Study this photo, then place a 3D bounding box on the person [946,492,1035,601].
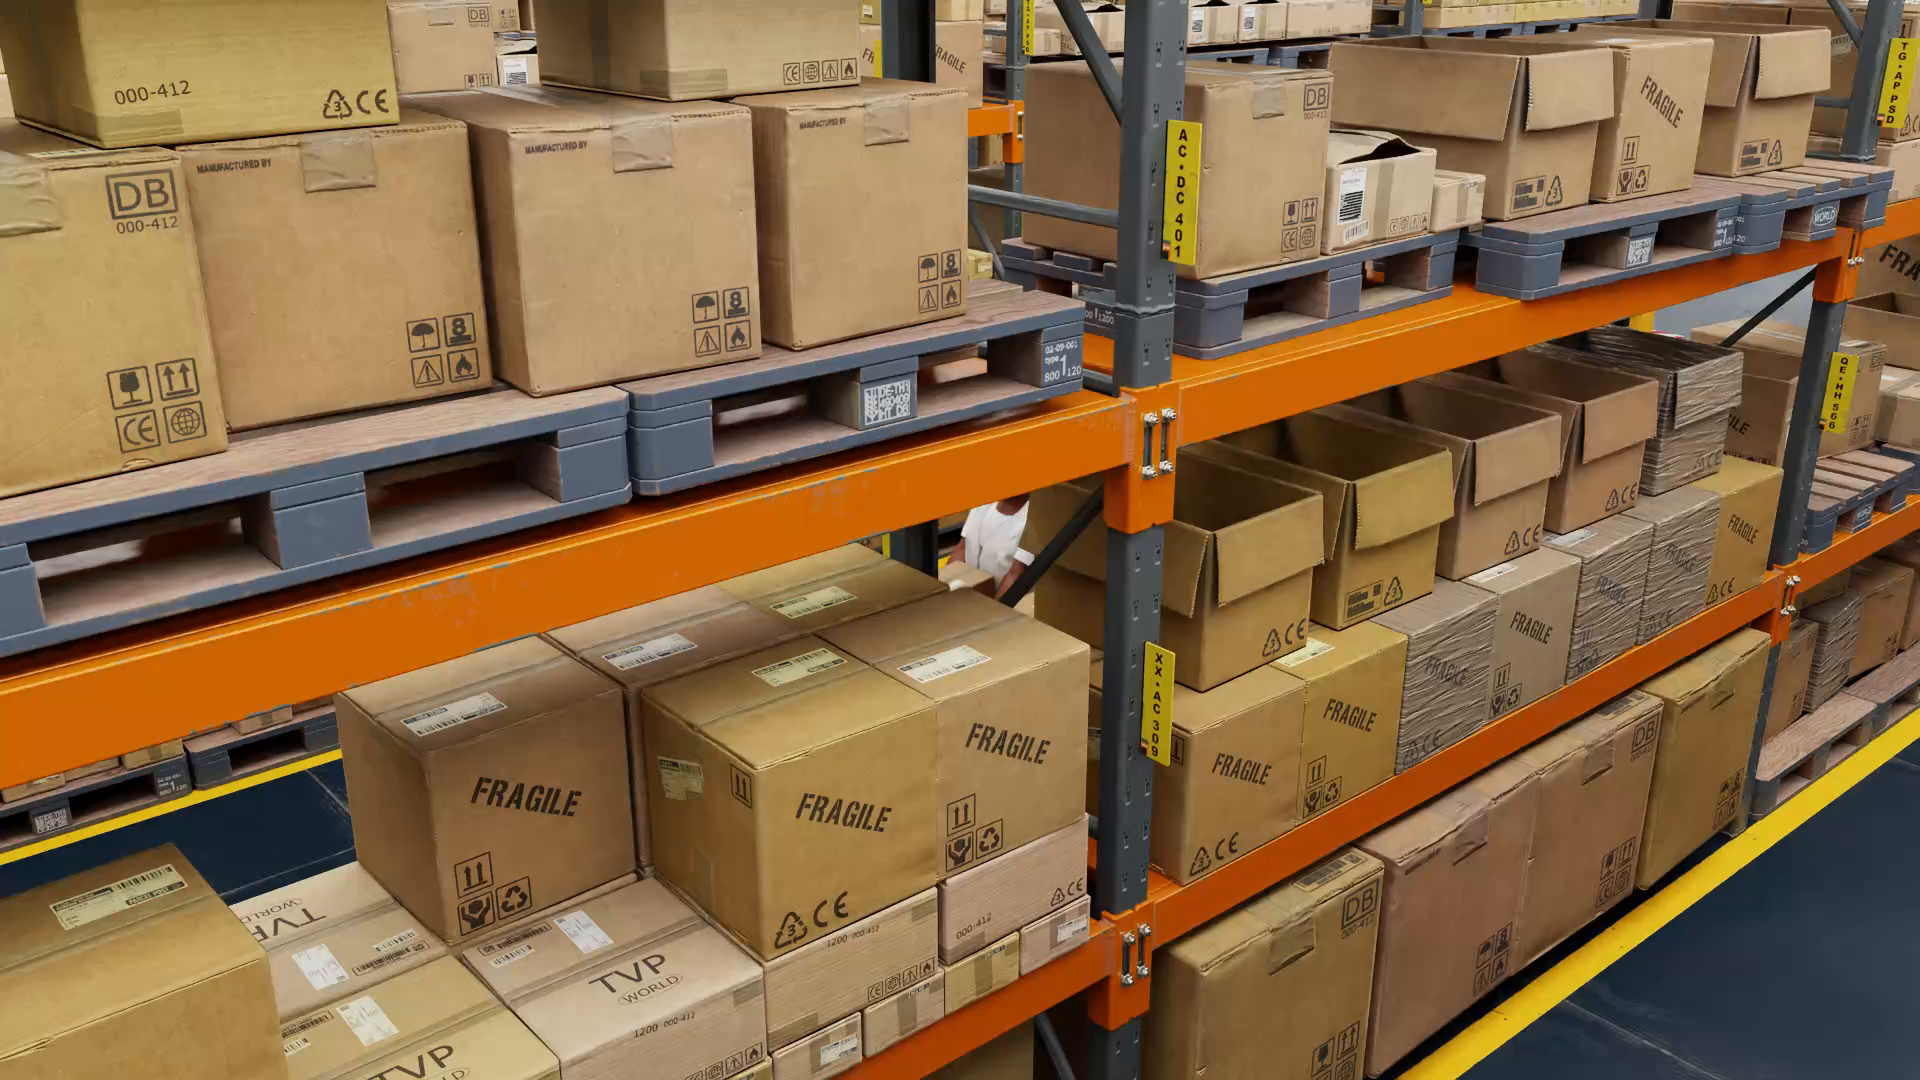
[{"bbox_3d":[0.139,0.382,7.552,0.576,1.760,0.503,-16,26,-36],"label":"person"}]
